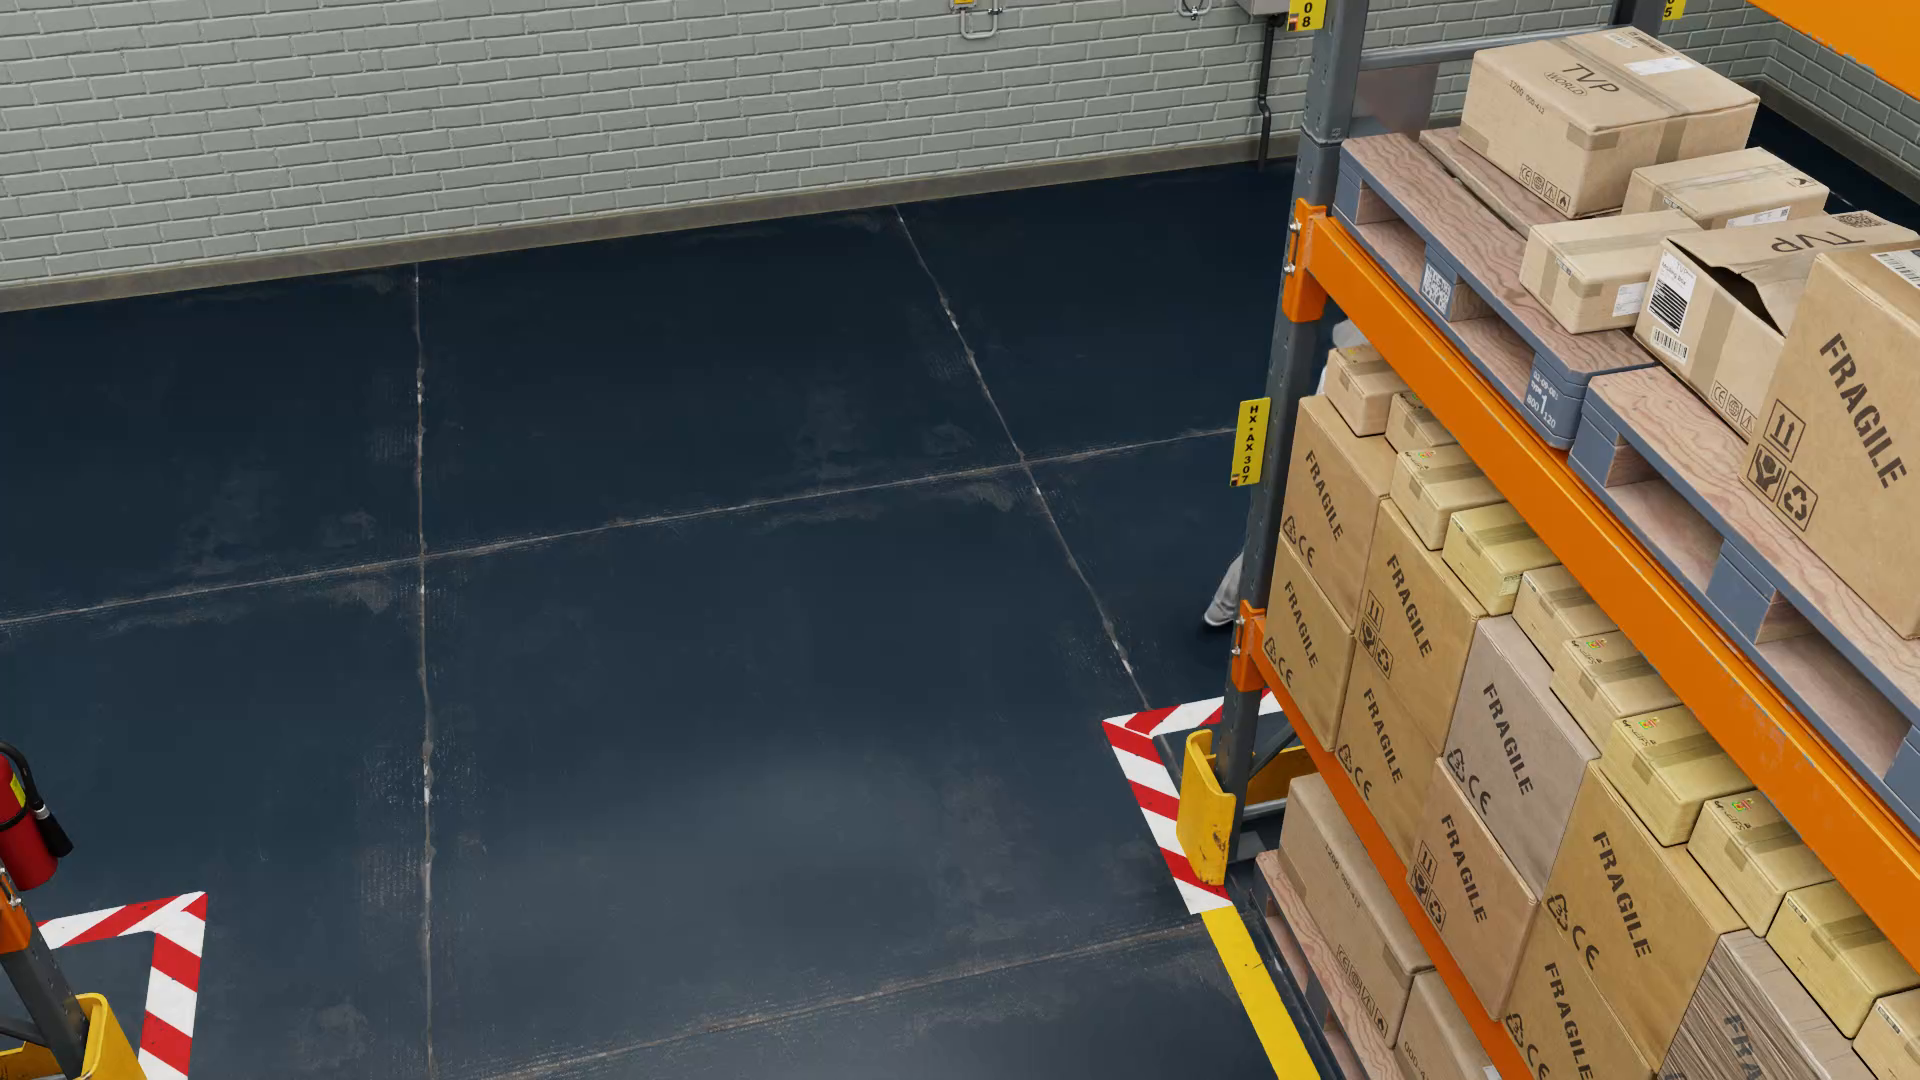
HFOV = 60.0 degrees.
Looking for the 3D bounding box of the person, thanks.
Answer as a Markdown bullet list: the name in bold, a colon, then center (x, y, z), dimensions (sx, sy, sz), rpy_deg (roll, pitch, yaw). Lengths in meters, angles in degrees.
- **person**: center (1.561, -0.214, 6.983), dimensions (0.913, 1.624, 0.524), rpy_deg (1, 38, 1)
